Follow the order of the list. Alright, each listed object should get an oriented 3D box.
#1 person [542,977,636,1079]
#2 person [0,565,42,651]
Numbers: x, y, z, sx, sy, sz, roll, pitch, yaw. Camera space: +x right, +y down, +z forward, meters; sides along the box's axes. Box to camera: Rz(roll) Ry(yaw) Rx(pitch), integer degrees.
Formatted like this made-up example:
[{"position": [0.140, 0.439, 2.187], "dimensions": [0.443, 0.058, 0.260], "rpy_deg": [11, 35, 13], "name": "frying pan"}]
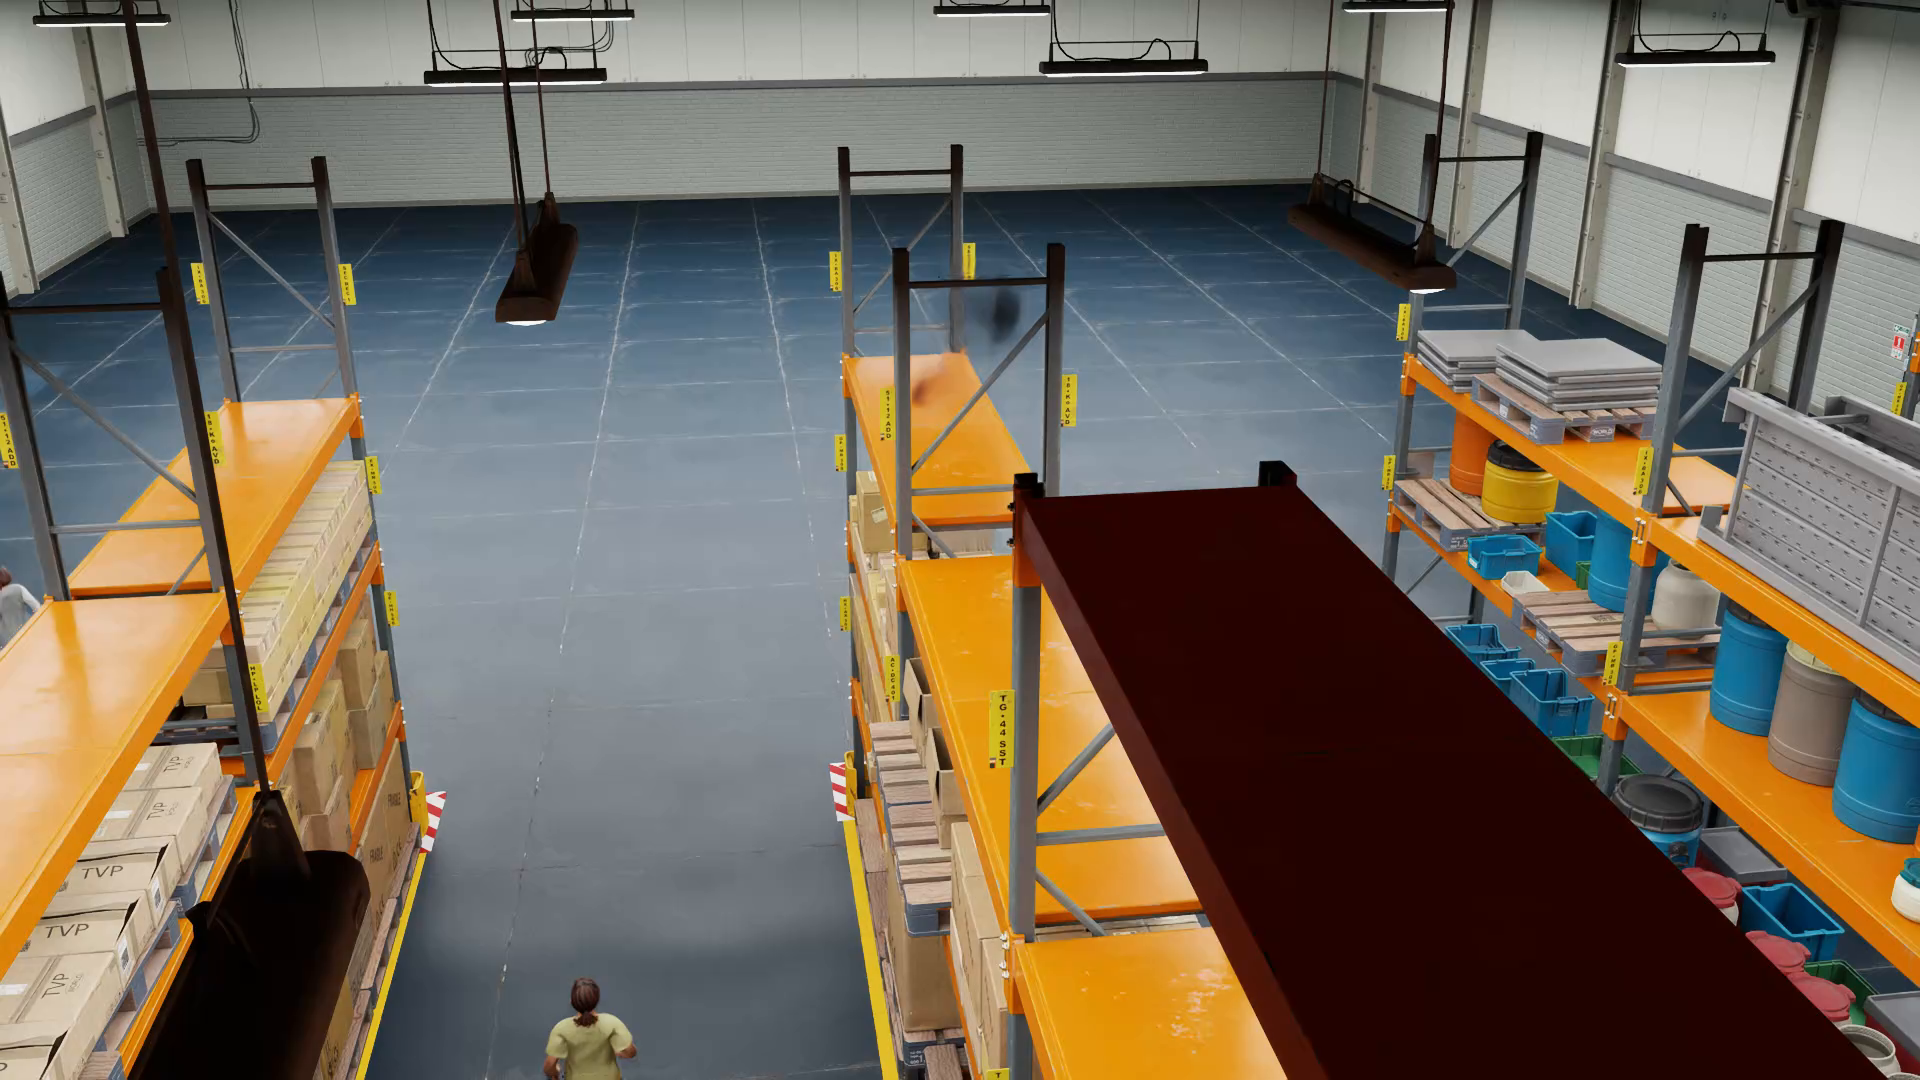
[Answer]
[{"position": [-2.346, 3.496, 10.627], "dimensions": [0.582, 1.630, 0.566], "rpy_deg": [-5, 22, -13], "name": "person"}, {"position": [-9.709, 0.971, 17.103], "dimensions": [0.544, 1.554, 0.547], "rpy_deg": [-16, 27, -35], "name": "person"}]
